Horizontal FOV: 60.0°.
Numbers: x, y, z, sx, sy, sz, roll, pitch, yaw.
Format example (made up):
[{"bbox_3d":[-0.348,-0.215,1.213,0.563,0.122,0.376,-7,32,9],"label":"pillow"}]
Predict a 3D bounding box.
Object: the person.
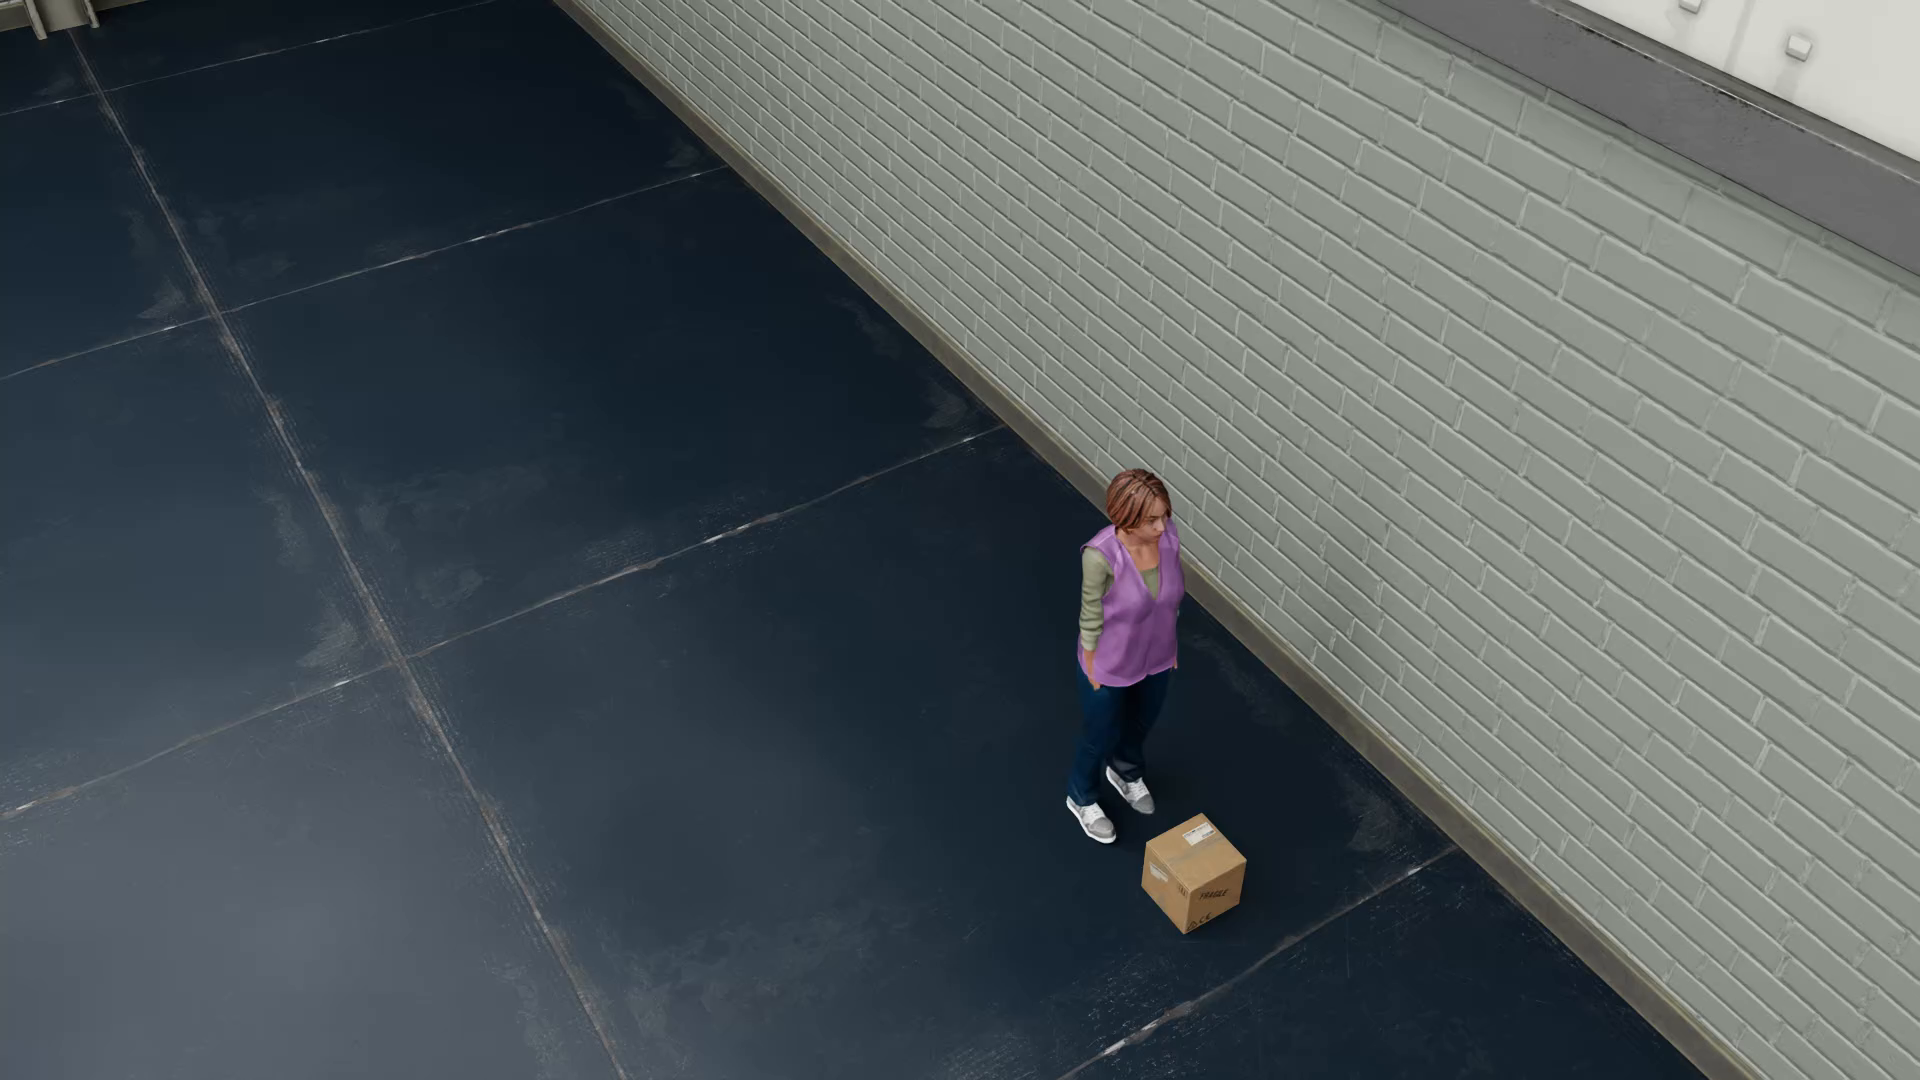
[{"bbox_3d":[0.576,0.411,5.722,0.408,1.629,0.311,-22,46,-23],"label":"person"}]
